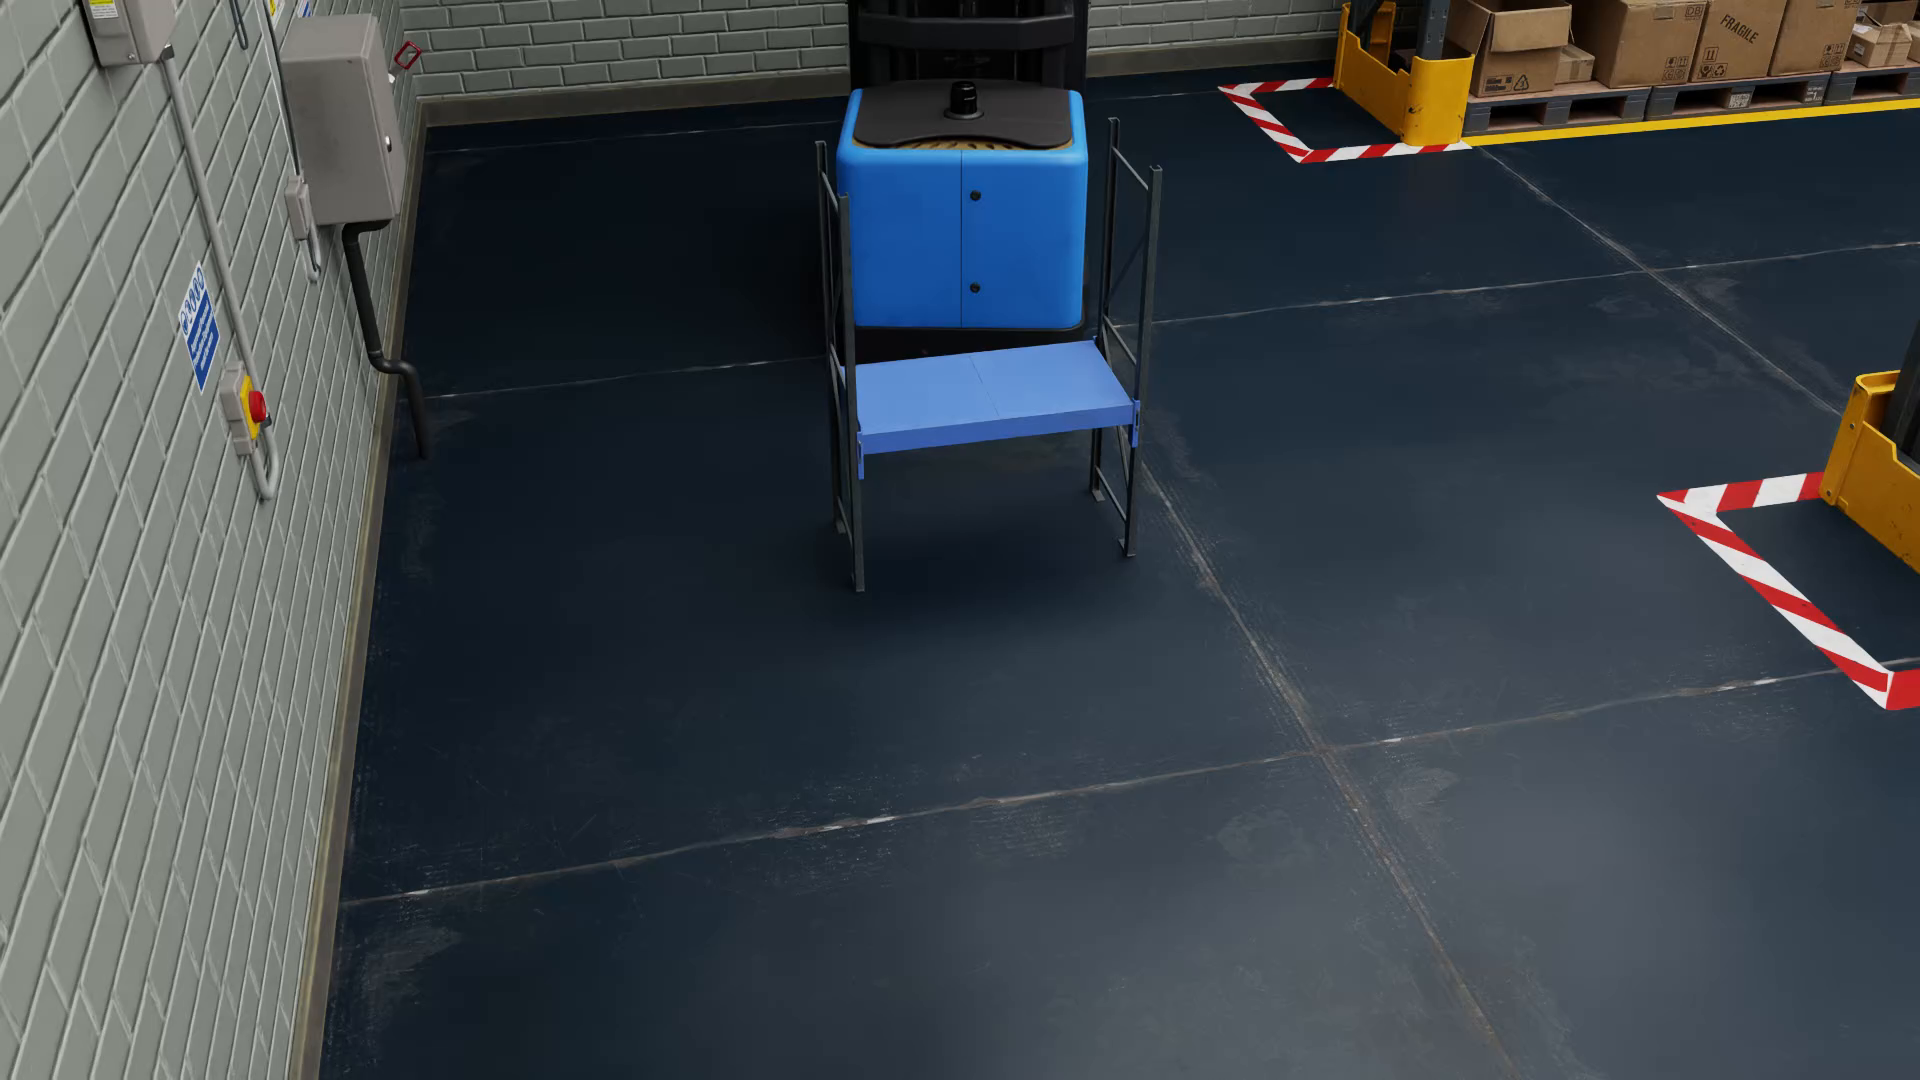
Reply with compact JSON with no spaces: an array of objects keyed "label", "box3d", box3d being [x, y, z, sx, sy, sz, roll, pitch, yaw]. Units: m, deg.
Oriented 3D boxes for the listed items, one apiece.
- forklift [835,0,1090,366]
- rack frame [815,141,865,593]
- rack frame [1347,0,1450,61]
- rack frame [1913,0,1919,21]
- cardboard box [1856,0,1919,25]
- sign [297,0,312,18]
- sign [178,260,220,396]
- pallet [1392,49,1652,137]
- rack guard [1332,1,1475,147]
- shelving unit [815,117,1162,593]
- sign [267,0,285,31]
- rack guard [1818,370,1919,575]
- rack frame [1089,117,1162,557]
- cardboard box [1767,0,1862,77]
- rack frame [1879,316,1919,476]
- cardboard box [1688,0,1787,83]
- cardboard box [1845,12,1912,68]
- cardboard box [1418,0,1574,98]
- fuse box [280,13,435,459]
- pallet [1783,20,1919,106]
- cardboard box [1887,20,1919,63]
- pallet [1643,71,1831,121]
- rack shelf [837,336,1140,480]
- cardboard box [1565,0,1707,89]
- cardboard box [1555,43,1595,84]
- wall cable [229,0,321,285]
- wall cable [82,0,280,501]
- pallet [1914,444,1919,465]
[{"label":"forklift","box3d":[0.043,-2.692,7.631,1.130,2.935,3.031,1,34,1]},{"label":"rack frame","box3d":[-0.413,-0.571,5.755,0.032,1.500,0.500,-7,35,-11]},{"label":"rack frame","box3d":[2.572,-3.850,9.296,0.127,3.000,1.000,-7,35,-11]},{"label":"rack frame","box3d":[6.473,-4.342,10.028,0.127,3.000,1.000,-7,35,-11]},{"label":"cardboard box","box3d":[5.777,-3.447,10.731,0.500,0.311,0.500,-6,34,-9]},{"label":"sign","box3d":[-2.456,-1.810,6.341,0.001,0.494,0.329,-7,35,-11]},{"label":"sign","box3d":[-1.873,-0.526,4.099,0.001,0.218,0.327,-7,35,-11]},{"label":"pallet","box3d":[3.424,-2.800,10.234,1.213,0.211,1.003,-7,35,-11]},{"label":"rack guard","box3d":[2.646,-2.822,10.006,0.348,0.500,1.175,-7,35,-11]},{"label":"shelving unit","box3d":[0.083,-0.633,5.848,1.048,1.500,0.538,-7,35,-11]},{"label":"sign","box3d":[-2.335,-1.894,5.640,0.001,0.242,0.339,-7,35,-11]},{"label":"rack guard","box3d":[3.647,-0.112,5.968,0.348,0.500,1.175,-7,35,-11]},{"label":"rack frame","box3d":[0.579,-0.696,5.941,0.032,1.500,0.500,-7,35,-11]},{"label":"cardboard box","box3d":[5.044,-3.222,10.226,0.500,0.500,0.700,-8,35,-12]},{"label":"rack frame","box3d":[3.671,-1.153,5.276,0.127,3.000,1.000,-7,35,-11]},{"label":"cardboard box","box3d":[4.570,-3.105,10.052,0.500,0.500,0.500,-7,34,-10]},{"label":"cardboard box","box3d":[5.647,-3.109,10.268,0.258,0.266,0.396,-6,34,-9]},{"label":"cardboard box","box3d":[3.190,-3.012,9.910,0.637,0.503,0.797,-9,35,-12]},{"label":"fuse box","box3d":[-2.145,-1.072,6.312,0.414,1.711,0.539,-7,35,-11]},{"label":"pallet","box3d":[5.803,-3.100,10.681,1.213,0.211,1.003,-7,35,-11]},{"label":"cardboard box","box3d":[5.995,-3.105,10.366,0.250,0.149,0.380,-8,35,-12]},{"label":"pallet","box3d":[4.611,-2.948,10.454,1.213,0.211,1.003,-7,35,-11]},{"label":"rack shelf","box3d":[0.083,-0.484,5.948,1.000,0.185,0.538,-7,35,-11]},{"label":"cardboard box","box3d":[4.032,-3.094,10.036,0.500,0.500,0.700,-6,34,-9]},{"label":"cardboard box","box3d":[3.612,-2.896,10.055,0.250,0.149,0.380,-9,35,-12]},{"label":"wall cable","box3d":[-2.148,-1.638,5.088,0.122,1.984,0.588,-7,35,-11]},{"label":"wall cable","box3d":[-1.824,-0.882,3.933,0.123,1.953,0.585,-7,35,-11]},{"label":"pallet","box3d":[4.433,-0.136,6.263,1.213,0.211,1.003,-7,35,-11]}]
